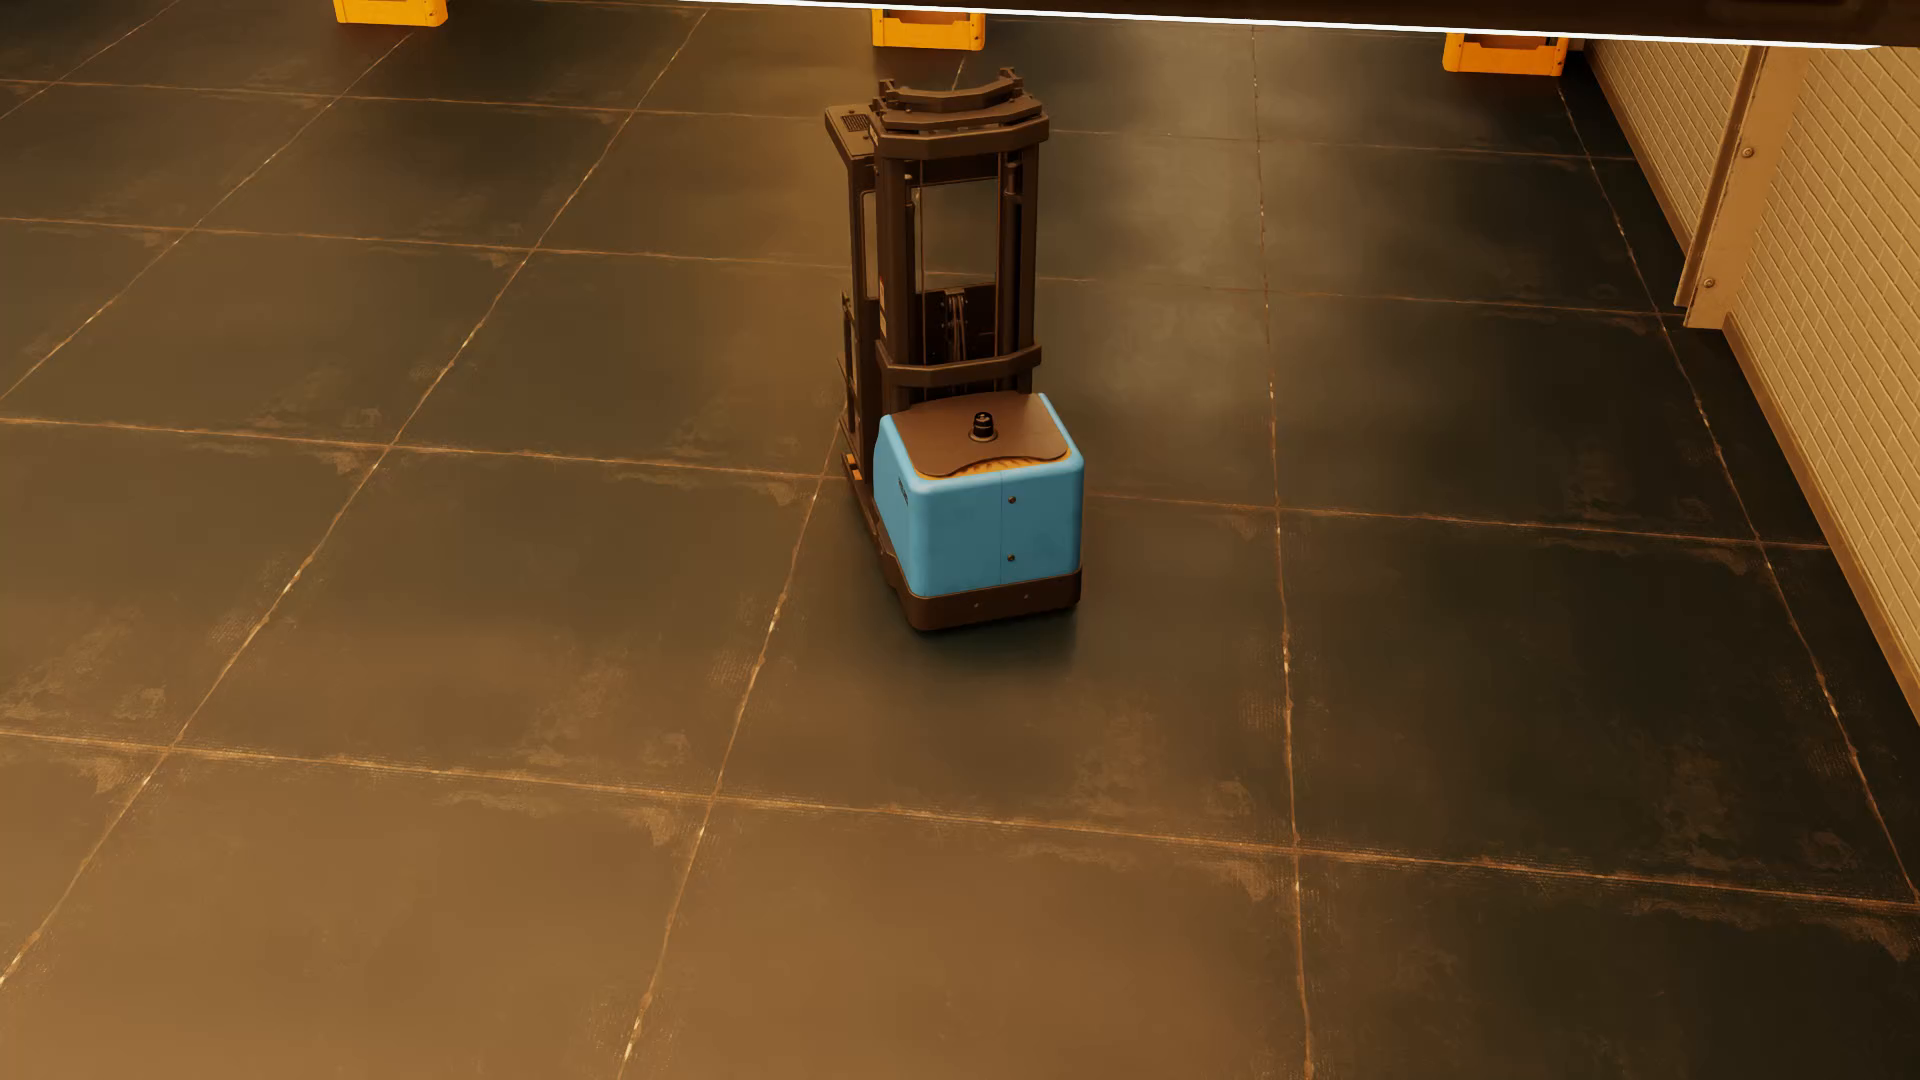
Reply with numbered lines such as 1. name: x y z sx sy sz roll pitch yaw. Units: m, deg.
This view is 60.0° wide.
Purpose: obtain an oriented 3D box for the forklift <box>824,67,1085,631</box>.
1. forklift: -0.159 -1.528 10.103 1.130 2.935 3.031 -9 37 -12
